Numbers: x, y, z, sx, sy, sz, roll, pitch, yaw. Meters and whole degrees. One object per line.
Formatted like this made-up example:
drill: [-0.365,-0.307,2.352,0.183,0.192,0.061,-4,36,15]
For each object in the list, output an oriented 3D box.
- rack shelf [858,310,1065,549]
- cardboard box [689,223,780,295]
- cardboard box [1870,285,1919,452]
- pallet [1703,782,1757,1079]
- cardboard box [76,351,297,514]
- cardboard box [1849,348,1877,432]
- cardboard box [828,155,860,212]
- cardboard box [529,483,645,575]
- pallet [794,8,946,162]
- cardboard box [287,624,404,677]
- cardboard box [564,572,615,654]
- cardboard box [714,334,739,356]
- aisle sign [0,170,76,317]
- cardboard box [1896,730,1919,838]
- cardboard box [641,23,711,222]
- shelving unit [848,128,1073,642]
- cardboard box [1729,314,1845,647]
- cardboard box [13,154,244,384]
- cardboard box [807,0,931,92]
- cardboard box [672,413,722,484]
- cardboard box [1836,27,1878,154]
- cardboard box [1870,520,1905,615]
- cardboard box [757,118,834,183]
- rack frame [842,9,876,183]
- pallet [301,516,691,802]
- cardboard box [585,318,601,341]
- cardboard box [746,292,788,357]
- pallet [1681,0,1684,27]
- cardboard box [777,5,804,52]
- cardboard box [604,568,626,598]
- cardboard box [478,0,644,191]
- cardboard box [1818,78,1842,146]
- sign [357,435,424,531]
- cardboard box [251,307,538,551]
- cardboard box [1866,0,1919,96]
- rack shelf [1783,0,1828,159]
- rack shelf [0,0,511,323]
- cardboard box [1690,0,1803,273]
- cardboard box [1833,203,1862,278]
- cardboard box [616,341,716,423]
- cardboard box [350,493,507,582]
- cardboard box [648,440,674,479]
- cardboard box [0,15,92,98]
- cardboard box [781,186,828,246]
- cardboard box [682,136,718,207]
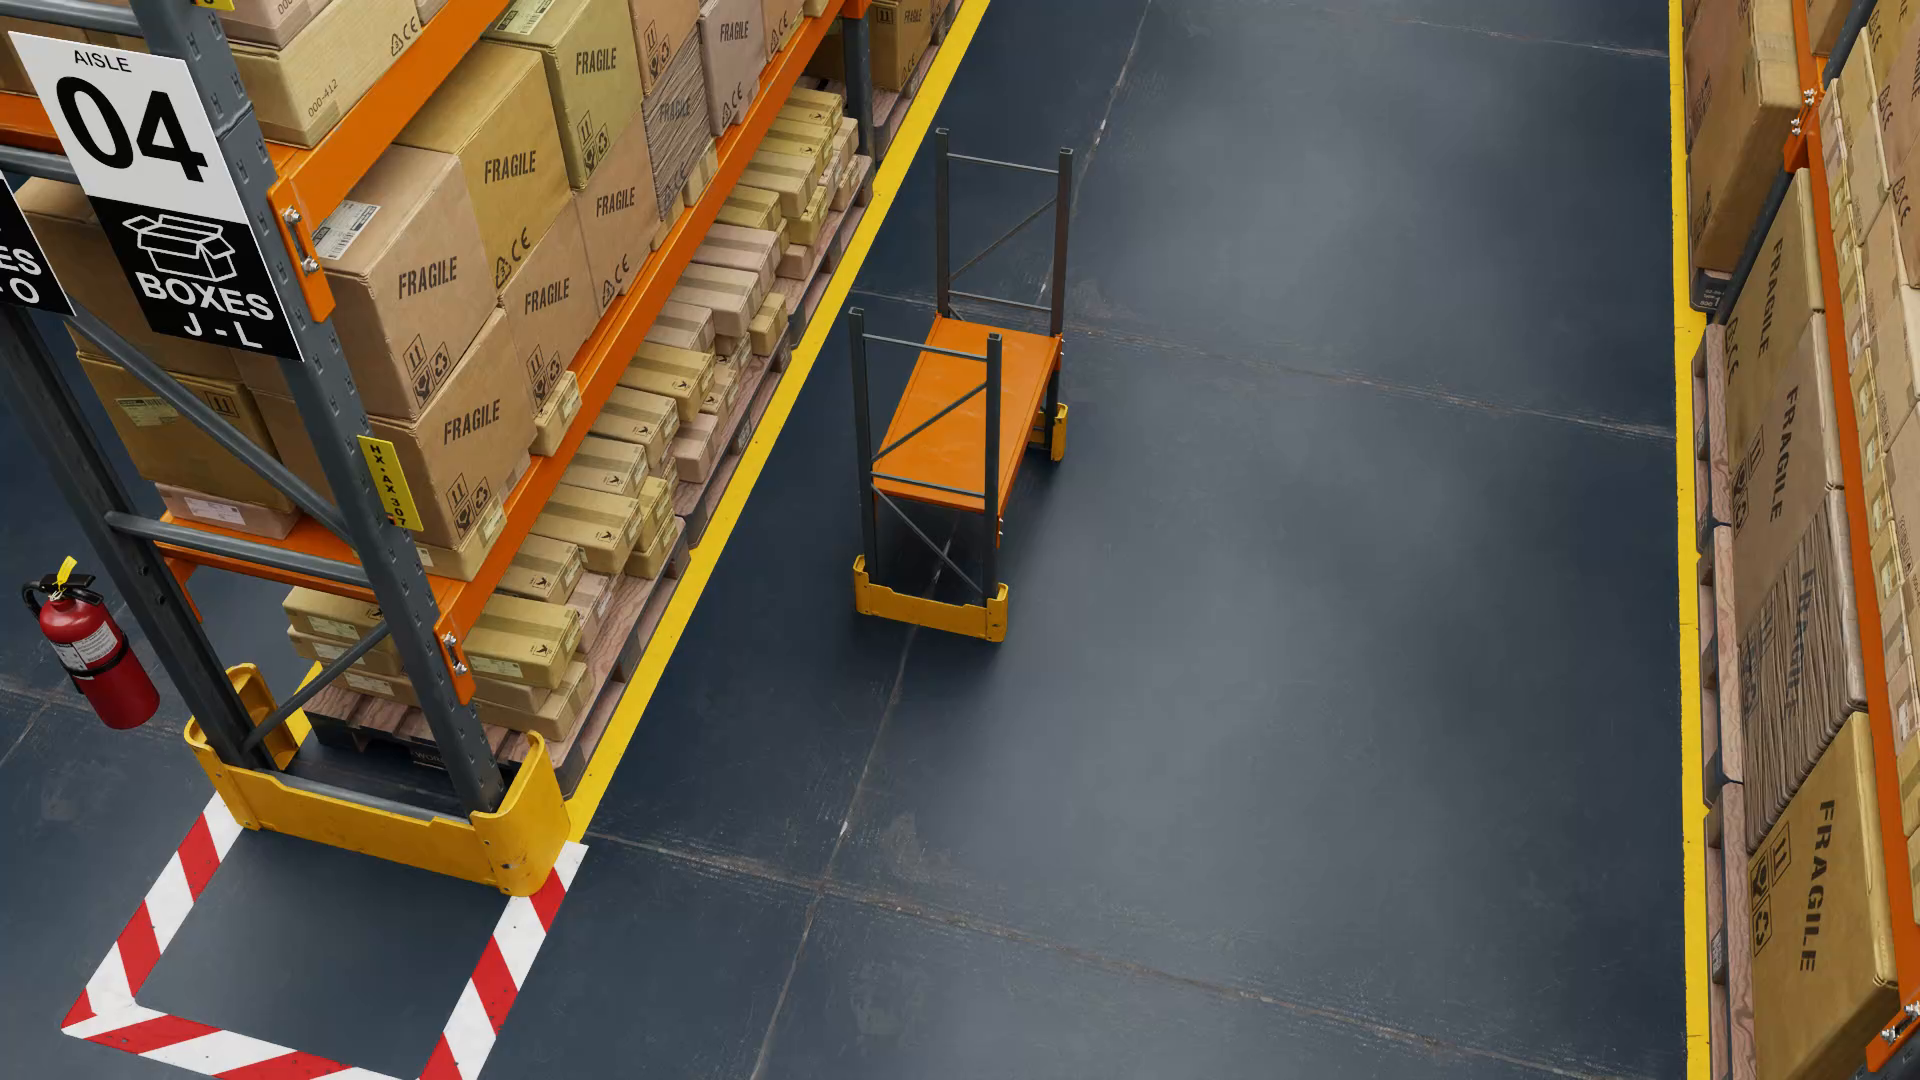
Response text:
rack shelf: [0.022,-0.439,6.296,0.538,0.185,1.000,12,50,10]
cardboard box: [-0.971,-1.178,6.932,0.380,0.149,0.250,9,49,8]
cardboard box: [3.063,-0.473,4.988,0.500,0.250,0.500,12,50,10]
pallet: [2.925,1.420,5.275,1.003,0.211,1.213,12,50,10]
cardboard box: [-2.098,-0.469,4.817,0.500,0.500,0.500,12,50,11]
cardboard box: [3.035,-0.443,5.227,0.380,0.149,0.250,10,49,9]
cardboard box: [-0.690,-1.699,7.789,0.380,0.149,0.250,12,50,11]
cardboard box: [-1.356,-0.046,5.933,0.380,0.149,0.250,11,50,10]
pallet: [-0.712,-2.495,8.730,1.003,0.211,1.213,12,50,10]
cardboard box: [-2.105,0.307,5.820,0.380,0.149,0.250,10,49,9]
cardboard box: [-1.456,0.230,5.889,0.380,0.149,0.250,11,50,10]
cardboard box: [-1.103,-0.922,6.905,0.380,0.149,0.250,9,49,8]
aisle sign: [-2.277,-0.828,3.665,0.394,0.787,0.004,12,50,10]
cardboard box: [2.633,0.663,4.251,0.380,0.149,0.250,12,50,10]
cardboard box: [-1.198,-1.477,5.706,0.500,0.500,0.500,10,49,9]
shelving unit: [0.020,-0.551,6.155,0.587,1.500,1.083,12,50,10]
cardboard box: [3.355,-0.126,5.916,0.875,0.875,0.875,12,50,10]
cardboard box: [-2.088,-0.804,4.445,0.500,0.500,0.500,11,49,9]
cardboard box: [-0.465,-2.648,8.393,0.500,0.500,0.500,13,50,11]
cardboard box: [-1.175,-0.389,6.633,0.380,0.149,0.250,9,49,8]
cardboard box: [3.467,-1.563,5.949,0.500,0.250,0.500,11,49,9]
cardboard box: [2.834,0.112,4.737,0.380,0.149,0.250,11,49,9]
cardboard box: [-0.787,-1.746,7.433,0.380,0.149,0.250,12,50,11]
rack frame: [-0.915,-2.854,7.187,1.000,3.000,0.127,12,50,10]
pallet: [-1.700,0.326,6.240,1.003,0.211,1.213,12,50,10]
cardboard box: [-1.386,-0.830,5.568,0.380,0.149,0.250,11,50,10]
cardboard box: [-0.962,-0.950,7.128,0.380,0.149,0.250,11,50,10]
pallet: [4.616,-3.218,9.368,1.003,0.211,1.213,12,50,10]
cardboard box: [-0.856,-2.129,6.715,0.380,0.149,0.250,13,50,12]
cardboard box: [-1.473,0.141,6.165,0.380,0.149,0.250,12,50,10]
cardboard box: [-1.309,-1.434,5.002,0.500,0.500,0.500,11,49,9]
cardboard box: [3.444,-1.571,6.222,0.380,0.149,0.250,12,50,10]
sign: [-1.445,-0.141,4.215,0.100,0.325,0.005,12,50,10]
cardboard box: [-1.584,-0.363,4.723,0.500,0.500,0.500,14,50,12]
cardboard box: [3.470,-1.804,5.661,0.500,0.500,0.500,12,50,10]
rack shelf: [4.369,-3.011,7.806,1.077,0.370,4.000,12,50,10]
rack shelf: [-1.442,-2.162,5.056,1.077,0.370,4.000,12,50,10]
cardboard box: [3.992,-1.705,7.310,1.225,0.875,0.875,12,50,10]
cardboard box: [3.239,-1.000,5.718,0.380,0.149,0.250,10,49,9]
cardboard box: [-1.175,-0.621,6.441,0.380,0.149,0.250,12,50,11]
cardboard box: [-1.567,-0.048,4.878,0.380,0.149,0.250,11,50,10]
cardboard box: [-1.327,-0.340,6.391,0.380,0.149,0.250,9,49,8]
cardboard box: [-2.104,-1.285,3.902,0.500,0.250,0.500,11,49,9]
cardboard box: [-0.804,-1.462,7.382,0.380,0.149,0.250,10,49,9]
cardboard box: [-1.107,-1.373,6.048,0.380,0.149,0.250,12,50,11]
